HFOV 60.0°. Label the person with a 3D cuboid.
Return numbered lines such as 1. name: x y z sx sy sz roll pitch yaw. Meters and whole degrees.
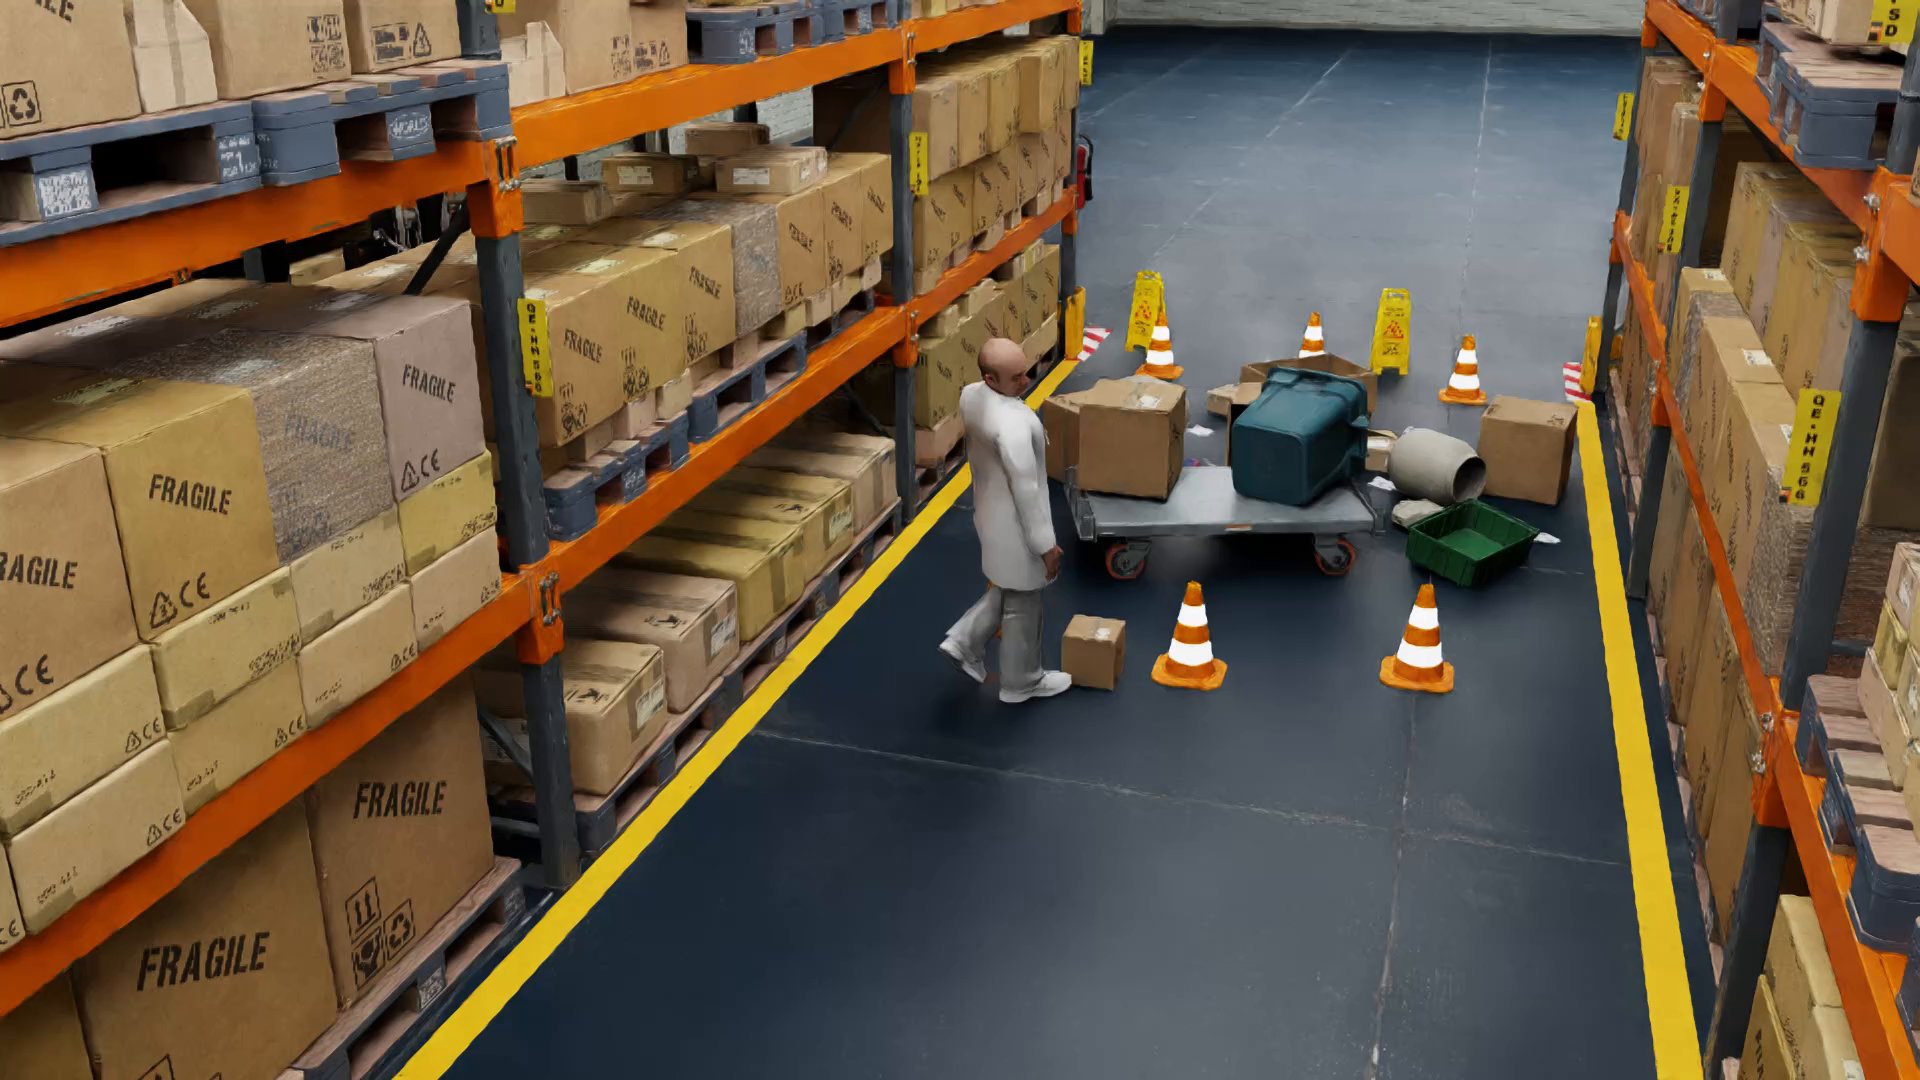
1. person: 0.243 -0.068 7.275 0.647 1.752 0.650 -8 23 -20
